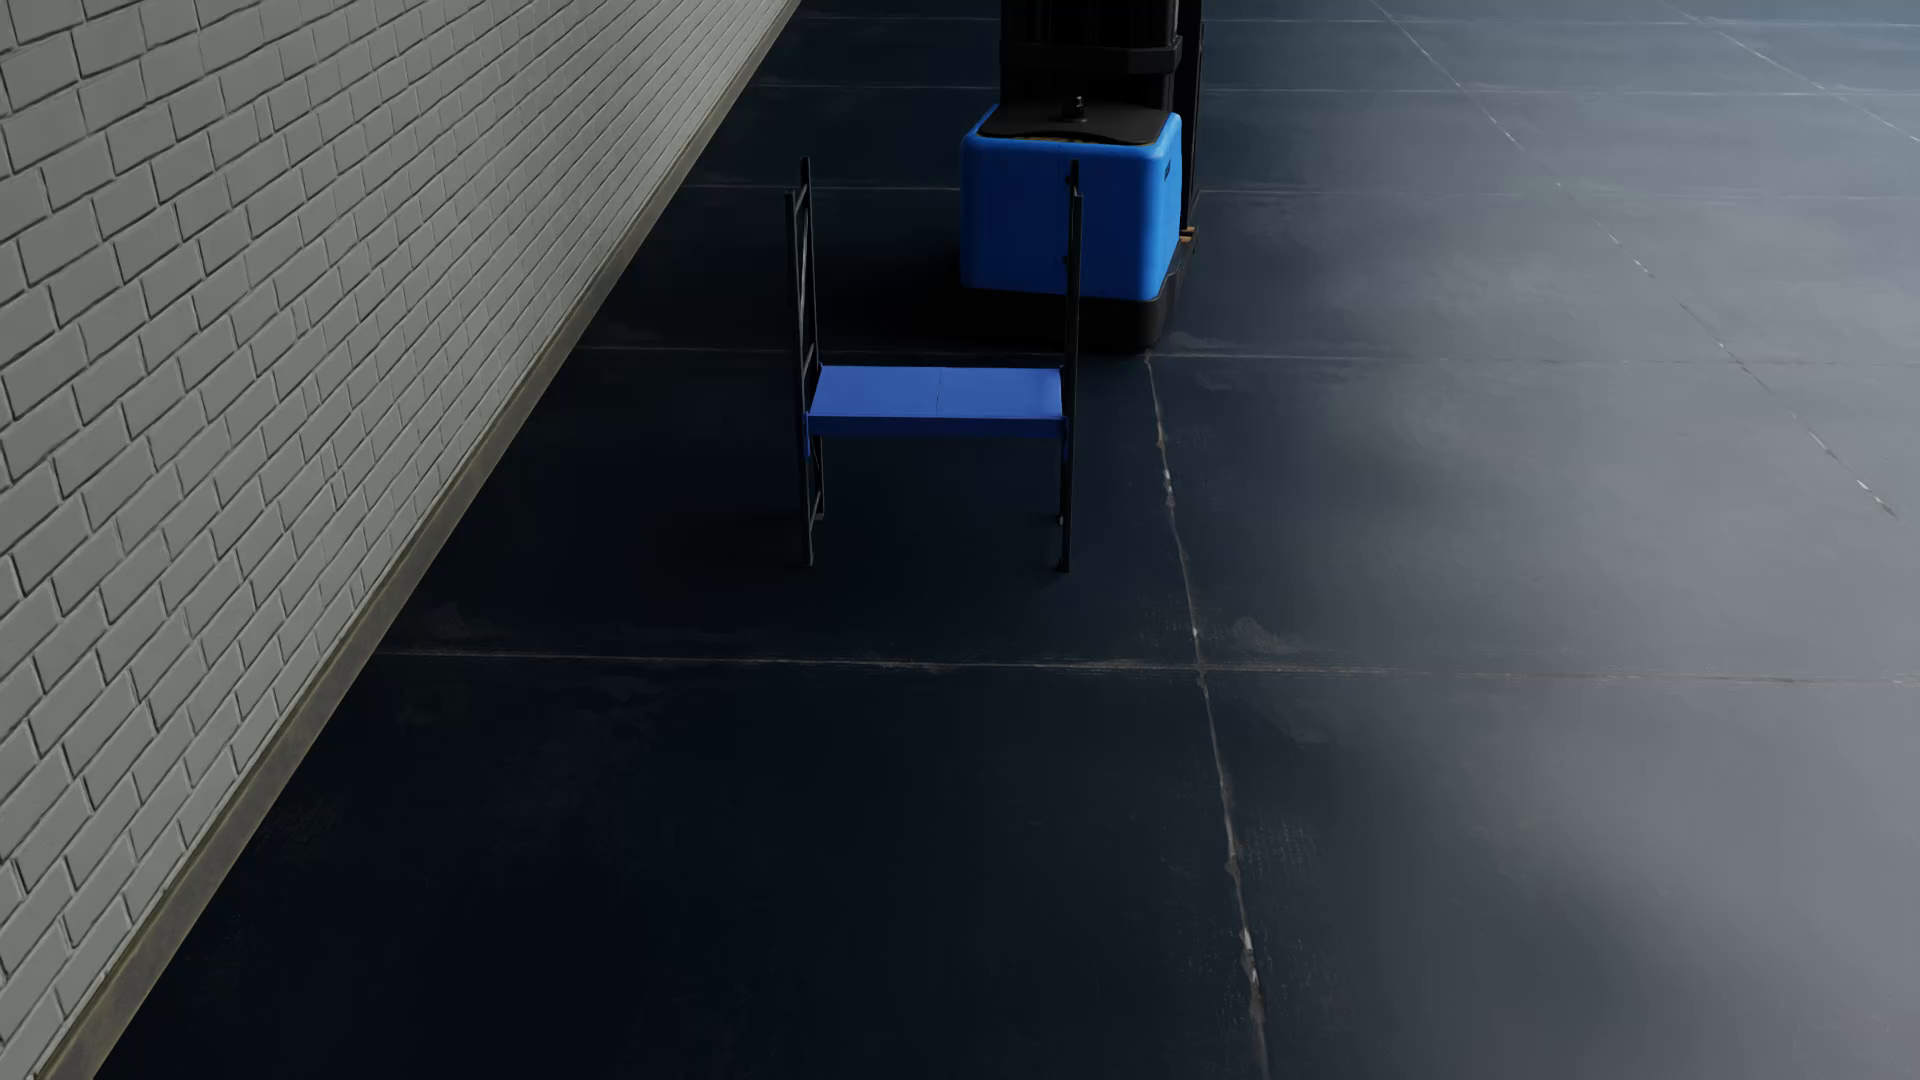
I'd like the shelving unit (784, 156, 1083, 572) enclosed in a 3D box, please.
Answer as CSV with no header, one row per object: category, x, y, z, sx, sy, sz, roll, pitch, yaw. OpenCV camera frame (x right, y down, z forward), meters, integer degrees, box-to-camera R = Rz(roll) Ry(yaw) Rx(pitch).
shelving unit,-0.085,-0.664,6.401,1.048,1.500,0.538,1,28,2

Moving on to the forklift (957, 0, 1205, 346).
forklift,0.819,-2.952,9.189,1.130,2.935,3.031,6,29,11

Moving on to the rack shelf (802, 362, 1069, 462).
rack shelf,-0.085,-0.505,6.486,1.000,0.185,0.538,1,28,2

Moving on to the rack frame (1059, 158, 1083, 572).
rack frame,0.423,-0.656,6.386,0.032,1.500,0.500,1,28,2

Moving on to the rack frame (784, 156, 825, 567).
rack frame,-0.593,-0.672,6.417,0.032,1.500,0.500,1,28,2
